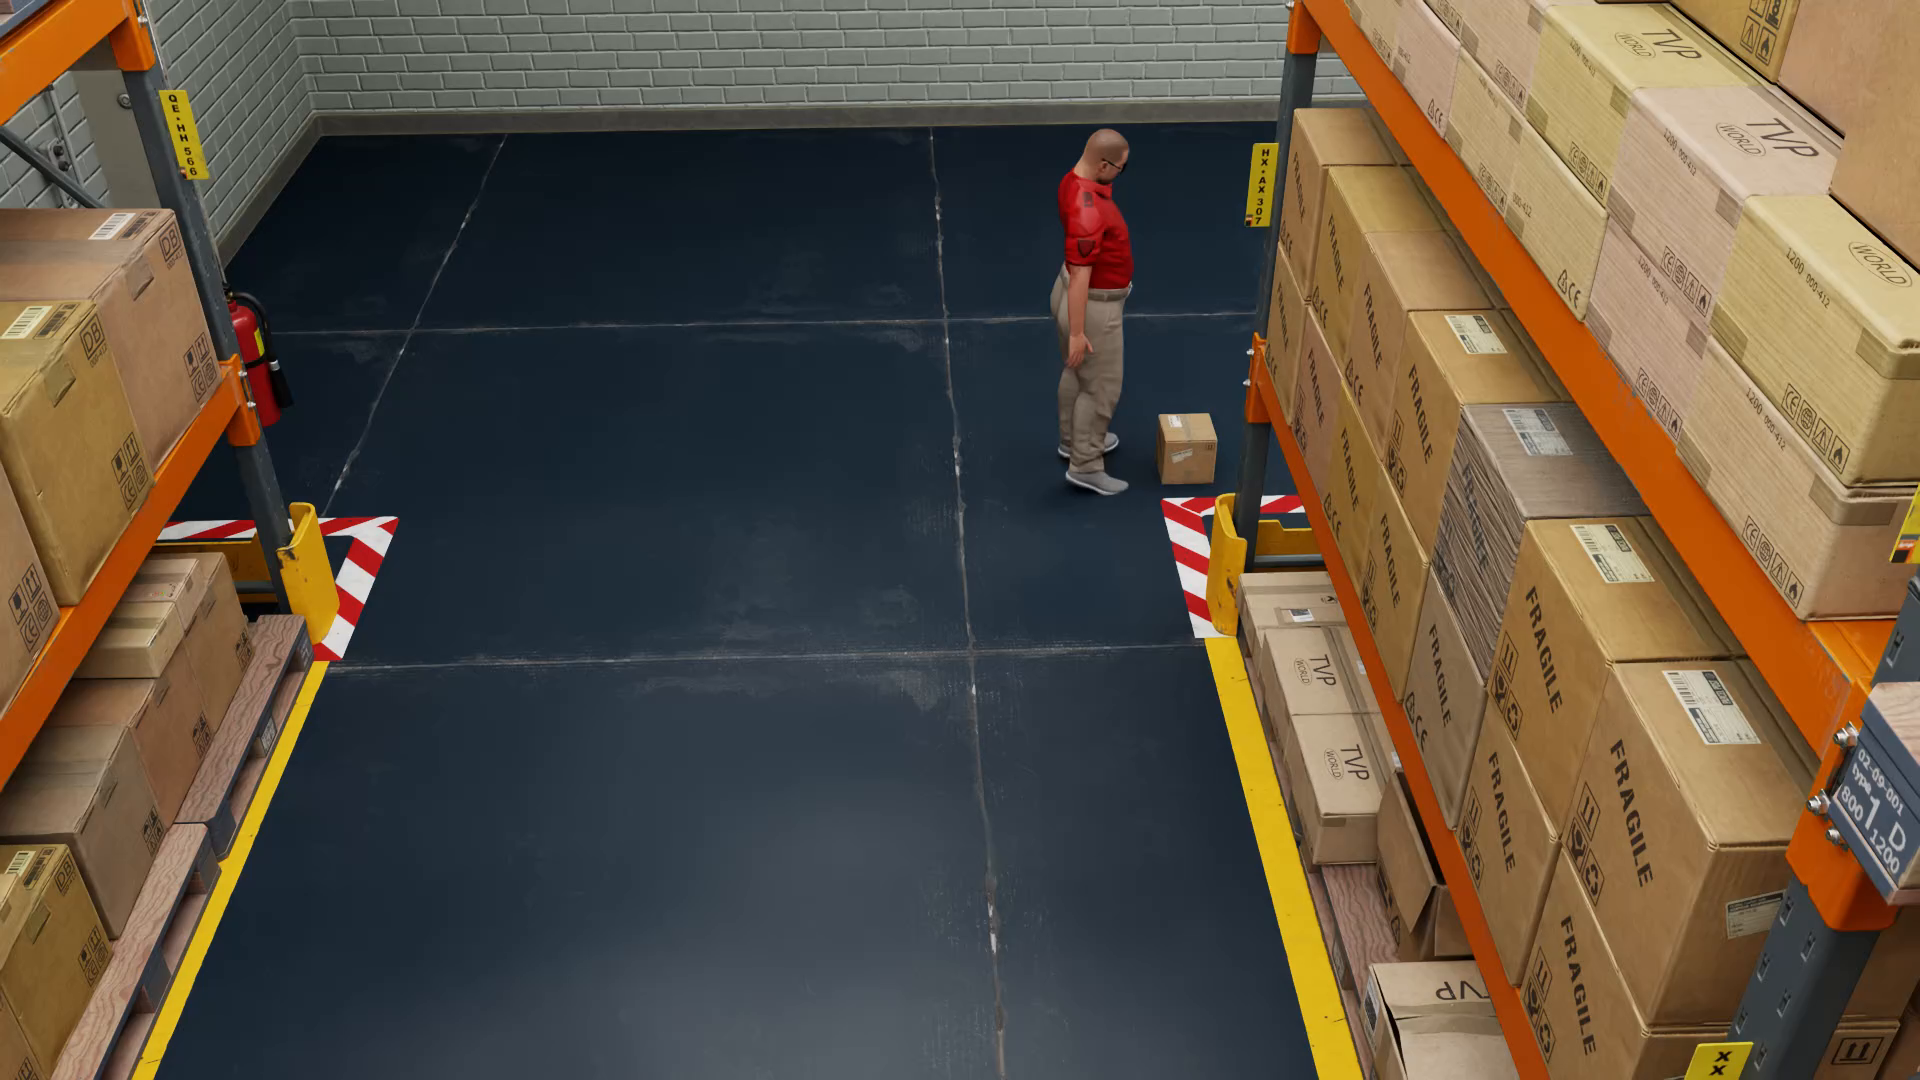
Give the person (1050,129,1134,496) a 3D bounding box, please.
[{"bbox_3d":[0.618,-1.049,7.669,0.395,1.773,0.662,-5,35,-7],"label":"person"}]
